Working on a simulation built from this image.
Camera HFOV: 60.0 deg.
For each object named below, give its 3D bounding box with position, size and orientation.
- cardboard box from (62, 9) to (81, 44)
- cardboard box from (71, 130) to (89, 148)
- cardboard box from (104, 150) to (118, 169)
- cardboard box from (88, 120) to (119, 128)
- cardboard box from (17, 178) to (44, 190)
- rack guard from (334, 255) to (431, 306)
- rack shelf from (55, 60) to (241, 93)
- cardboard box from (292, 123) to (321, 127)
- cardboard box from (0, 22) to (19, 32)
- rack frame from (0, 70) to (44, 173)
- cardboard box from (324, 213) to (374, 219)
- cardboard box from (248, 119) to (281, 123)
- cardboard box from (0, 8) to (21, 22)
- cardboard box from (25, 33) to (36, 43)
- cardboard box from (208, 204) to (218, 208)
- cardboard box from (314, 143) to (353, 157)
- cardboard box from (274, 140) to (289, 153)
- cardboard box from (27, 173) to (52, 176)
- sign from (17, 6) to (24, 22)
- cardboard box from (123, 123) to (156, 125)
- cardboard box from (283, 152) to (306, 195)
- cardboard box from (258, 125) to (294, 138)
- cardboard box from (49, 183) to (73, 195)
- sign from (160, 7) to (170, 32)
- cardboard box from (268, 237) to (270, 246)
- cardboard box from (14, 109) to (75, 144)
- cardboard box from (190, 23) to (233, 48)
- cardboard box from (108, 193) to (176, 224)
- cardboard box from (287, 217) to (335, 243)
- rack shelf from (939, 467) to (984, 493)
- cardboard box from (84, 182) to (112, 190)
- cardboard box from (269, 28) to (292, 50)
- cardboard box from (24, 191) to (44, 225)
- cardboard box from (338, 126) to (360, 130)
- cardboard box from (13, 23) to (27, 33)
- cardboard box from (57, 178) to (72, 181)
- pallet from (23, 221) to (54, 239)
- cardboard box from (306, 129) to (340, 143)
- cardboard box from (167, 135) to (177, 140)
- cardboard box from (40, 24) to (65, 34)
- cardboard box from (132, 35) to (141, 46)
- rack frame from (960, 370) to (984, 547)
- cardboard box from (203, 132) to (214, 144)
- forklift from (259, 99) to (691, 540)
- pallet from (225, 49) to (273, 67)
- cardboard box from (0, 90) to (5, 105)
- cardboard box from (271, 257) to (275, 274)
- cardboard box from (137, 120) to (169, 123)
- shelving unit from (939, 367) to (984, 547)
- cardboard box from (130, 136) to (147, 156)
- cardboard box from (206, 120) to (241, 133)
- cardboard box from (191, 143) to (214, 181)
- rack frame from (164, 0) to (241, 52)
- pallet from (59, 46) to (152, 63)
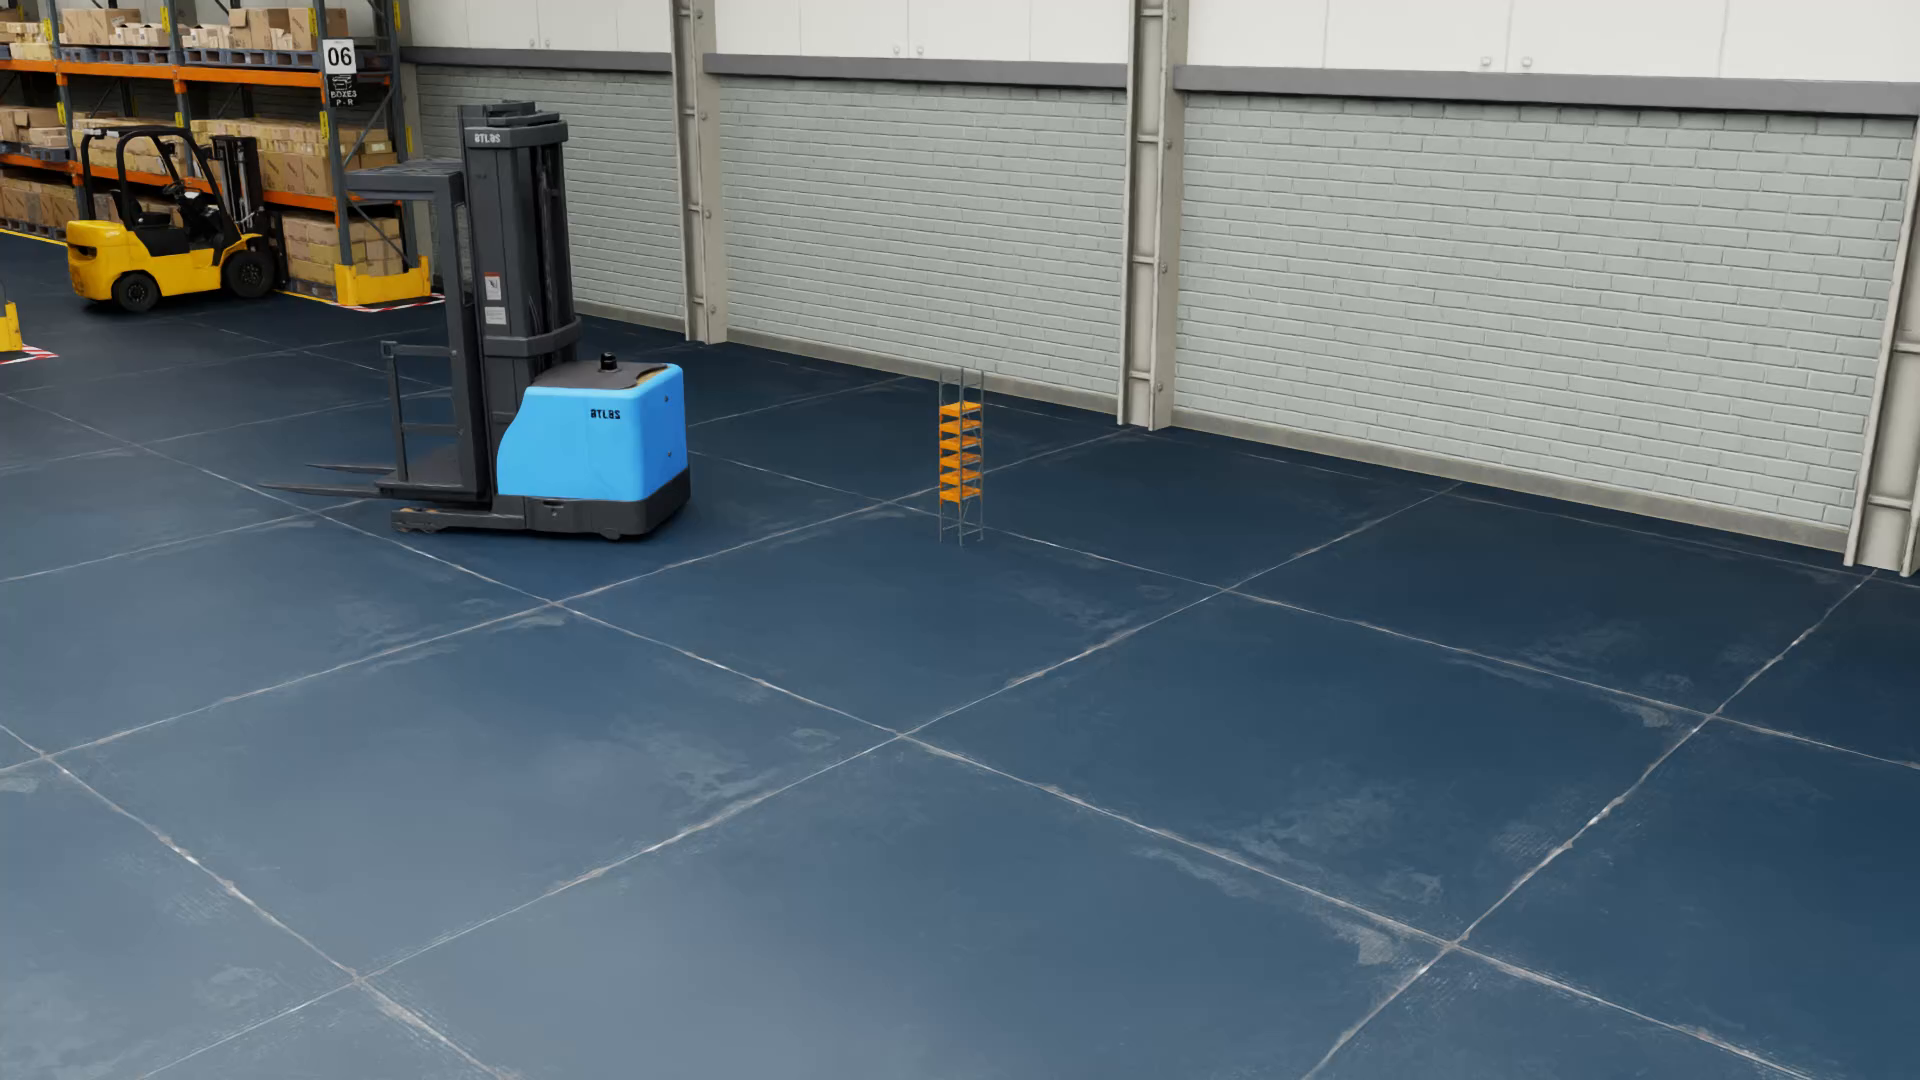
[{"bbox_3d":[-13.003,-7.661,24.810,0.500,0.500,0.500,15,23,40],"label":"cardboard box"},{"bbox_3d":[-13.230,-6.154,25.464,0.500,0.250,0.500,15,23,39],"label":"cardboard box"},{"bbox_3d":[-12.451,-5.717,24.915,0.500,0.250,0.500,14,22,38],"label":"cardboard box"},{"bbox_3d":[-12.930,-6.264,25.153,0.250,0.149,0.380,16,24,41],"label":"cardboard box"},{"bbox_3d":[-15.449,-5.928,27.698,0.250,0.149,0.380,15,23,39],"label":"cardboard box"},{"bbox_3d":[-7.382,-3.334,21.291,0.348,0.500,1.175,15,23,39],"label":"rack guard"},{"bbox_3d":[-11.887,-6.822,24.380,4.000,0.370,1.077,15,23,39],"label":"rack shelf"},{"bbox_3d":[-8.647,-5.462,22.134,0.250,0.149,0.380,15,23,40],"label":"cardboard box"},{"bbox_3d":[-15.252,-8.184,26.547,0.250,0.149,0.380,15,23,40],"label":"cardboard box"},{"bbox_3d":[-16.375,-6.940,28.521,0.127,3.000,1.000,15,23,39],"label":"rack frame"},{"bbox_3d":[-8.010,-4.136,21.882,0.500,0.250,0.500,15,23,39],"label":"cardboard box"},{"bbox_3d":[-9.585,-5.727,22.968,0.250,0.149,0.380,15,23,39],"label":"cardboard box"},{"bbox_3d":[-15.881,-8.746,27.630,0.258,0.266,0.396,15,23,39],"label":"cardboard box"},{"bbox_3d":[-14.383,-7.857,26.040,0.250,0.149,0.380,15,23,39],"label":"cardboard box"},{"bbox_3d":[-10.238,-4.532,23.131,0.500,0.250,0.500,15,23,38],"label":"cardboard box"},{"bbox_3d":[-7.845,-4.894,20.835,0.250,0.149,0.380,15,23,40],"label":"cardboard box"},{"bbox_3d":[-8.618,-5.099,21.483,0.250,0.149,0.380,14,22,38],"label":"cardboard box"},{"bbox_3d":[-15.908,-6.249,28.710,0.250,0.149,0.380,14,22,37],"label":"cardboard box"},{"bbox_3d":[-16.009,-8.930,28.327,0.005,0.325,0.100,15,23,39],"label":"sign"},{"bbox_3d":[-12.109,-6.076,24.560,0.250,0.149,0.380,15,23,39],"label":"cardboard box"},{"bbox_3d":[-8.324,-4.724,21.372,0.500,0.500,0.500,16,24,41],"label":"cardboard box"},{"bbox_3d":[-8.959,-5.360,21.813,0.250,0.149,0.380,15,23,40],"label":"cardboard box"},{"bbox_3d":[-14.480,-5.671,26.886,0.250,0.149,0.380,16,24,41],"label":"cardboard box"},{"bbox_3d":[-10.744,-7.035,22.487,0.005,0.325,0.100,15,23,39],"label":"sign"},{"bbox_3d":[-9.111,-3.989,22.246,0.500,0.250,0.500,15,23,39],"label":"cardboard box"},{"bbox_3d":[-14.727,-6.672,26.812,0.637,0.503,0.797,14,23,38],"label":"cardboard box"},{"bbox_3d":[-9.931,-6.747,22.240,0.500,0.311,0.500,16,23,40],"label":"cardboard box"},{"bbox_3d":[-12.432,-4.947,25.473,0.625,0.625,0.875,16,24,41],"label":"cardboard box"},{"bbox_3d":[-8.337,-4.020,21.518,0.500,0.250,0.500,16,23,40],"label":"cardboard box"},{"bbox_3d":[0.011,-0.412,11.471,0.180,0.103,0.258,15,23,39],"label":"rack shelf"},{"bbox_3d":[-13.986,-5.721,27.046,0.250,0.149,0.380,15,23,40],"label":"cardboard box"},{"bbox_3d":[-8.411,-6.293,20.885,0.258,0.266,0.396,15,23,39],"label":"cardboard box"},{"bbox_3d":[-15.003,-5.489,27.387,0.500,0.500,0.500,14,22,37],"label":"cardboard box"},{"bbox_3d":[-7.889,-5.255,21.482,0.250,0.149,0.380,16,23,40],"label":"cardboard box"},{"bbox_3d":[-14.617,-8.039,26.123,0.250,0.149,0.380,14,23,38],"label":"cardboard box"},{"bbox_3d":[-14.912,-5.999,27.921,0.250,0.149,0.380,15,23,40],"label":"cardboard box"},{"bbox_3d":[-14.825,-5.211,27.683,1.213,0.211,1.003,15,23,39],"label":"pallet"},{"bbox_3d":[-8.012,-5.096,20.981,0.250,0.149,0.380,15,23,39],"label":"cardboard box"},{"bbox_3d":[-10.999,-5.757,23.554,0.250,0.149,0.380,15,23,38],"label":"cardboard box"},{"bbox_3d":[-13.837,-7.829,25.460,0.250,0.149,0.380,16,24,41],"label":"cardboard box"},{"bbox_3d":[-11.415,-7.044,23.444,0.250,0.149,0.380,15,23,39],"label":"cardboard box"},{"bbox_3d":[0.079,-0.551,11.363,0.006,1.200,0.240,15,23,39],"label":"rack frame"},{"bbox_3d":[-10.133,-5.515,22.794,0.250,0.149,0.380,16,23,41],"label":"cardboard box"},{"bbox_3d":[-3.569,-1.598,11.802,3.031,2.935,1.130,3,18,10],"label":"forklift"},{"bbox_3d":[-8.828,-6.311,21.726,1.213,0.211,1.003,15,23,39],"label":"pallet"},{"bbox_3d":[-17.312,-7.727,29.517,0.500,0.500,0.500,14,23,38],"label":"cardboard box"},{"bbox_3d":[-9.098,-3.747,22.310,0.500,0.250,0.500,16,24,41],"label":"cardboard box"},{"bbox_3d":[-12.209,-6.278,25.196,0.250,0.149,0.380,15,23,39],"label":"cardboard box"},{"bbox_3d":[0.011,-0.569,11.421,0.189,1.200,0.258,15,23,39],"label":"shelving unit"},{"bbox_3d":[-11.696,-5.747,24.183,0.500,0.250,0.500,16,23,40],"label":"cardboard box"},{"bbox_3d":[-10.083,-5.673,22.799,0.250,0.149,0.380,15,23,40],"label":"cardboard box"},{"bbox_3d":[-10.233,-5.233,22.977,0.500,0.500,0.500,14,22,38],"label":"cardboard box"},{"bbox_3d":[-10.391,-8.193,22.552,0.127,3.000,1.000,15,23,39],"label":"rack frame"},{"bbox_3d":[-12.816,-7.361,25.199,1.003,0.211,1.213,16,24,42],"label":"pallet"}]
